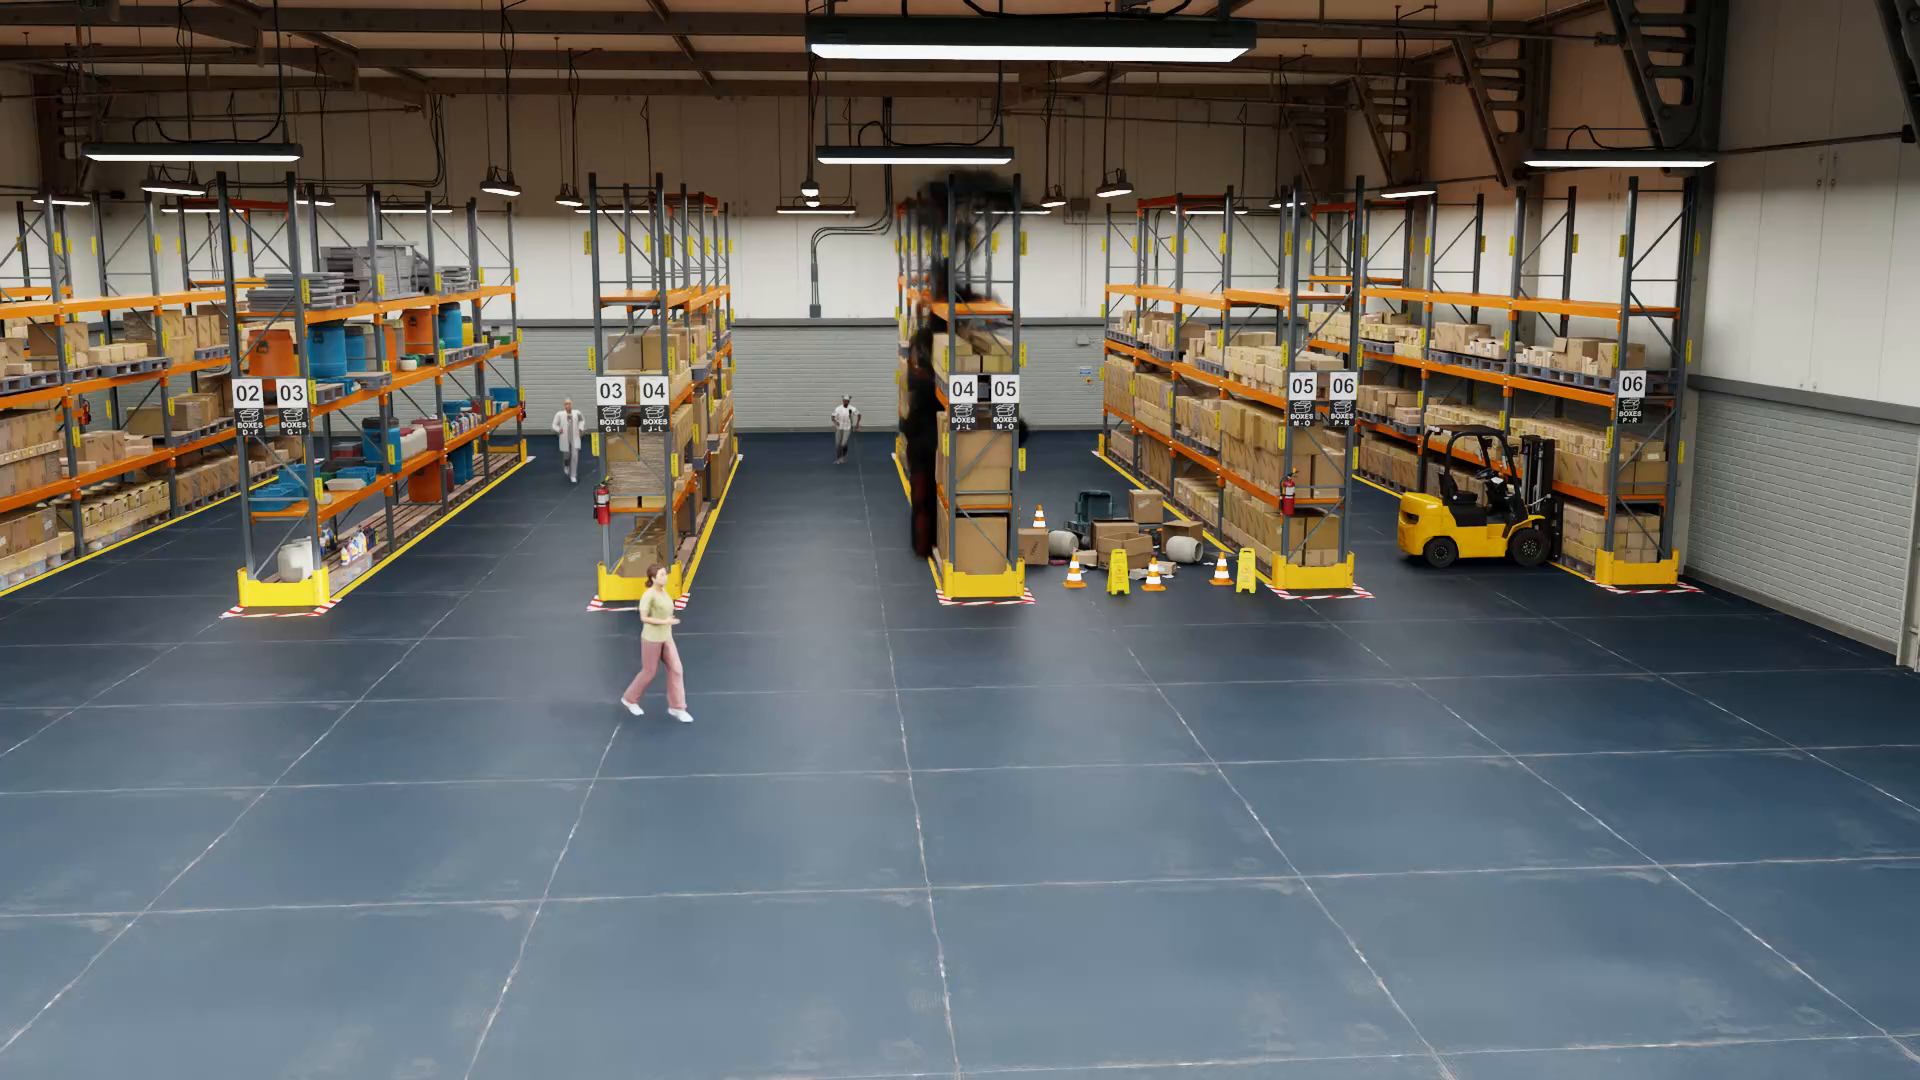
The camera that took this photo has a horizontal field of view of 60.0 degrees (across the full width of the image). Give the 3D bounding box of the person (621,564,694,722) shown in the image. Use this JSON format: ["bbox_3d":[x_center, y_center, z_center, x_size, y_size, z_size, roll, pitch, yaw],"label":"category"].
[{"bbox_3d":[-3.245,1.093,17.711,0.820,1.718,0.589,4,11,22],"label":"person"}]

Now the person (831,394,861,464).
[{"bbox_3d":[-2.656,-2.558,38.461,0.671,1.635,0.572,1,10,7],"label":"person"}]

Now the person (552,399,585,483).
[{"bbox_3d":[-8.405,-2.155,35.827,0.712,1.772,0.985,-3,11,-18],"label":"person"}]

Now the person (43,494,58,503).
[{"bbox_3d":[-16.515,-1.056,30.245,0.536,1.564,0.618,-2,10,-12],"label":"person"}]
